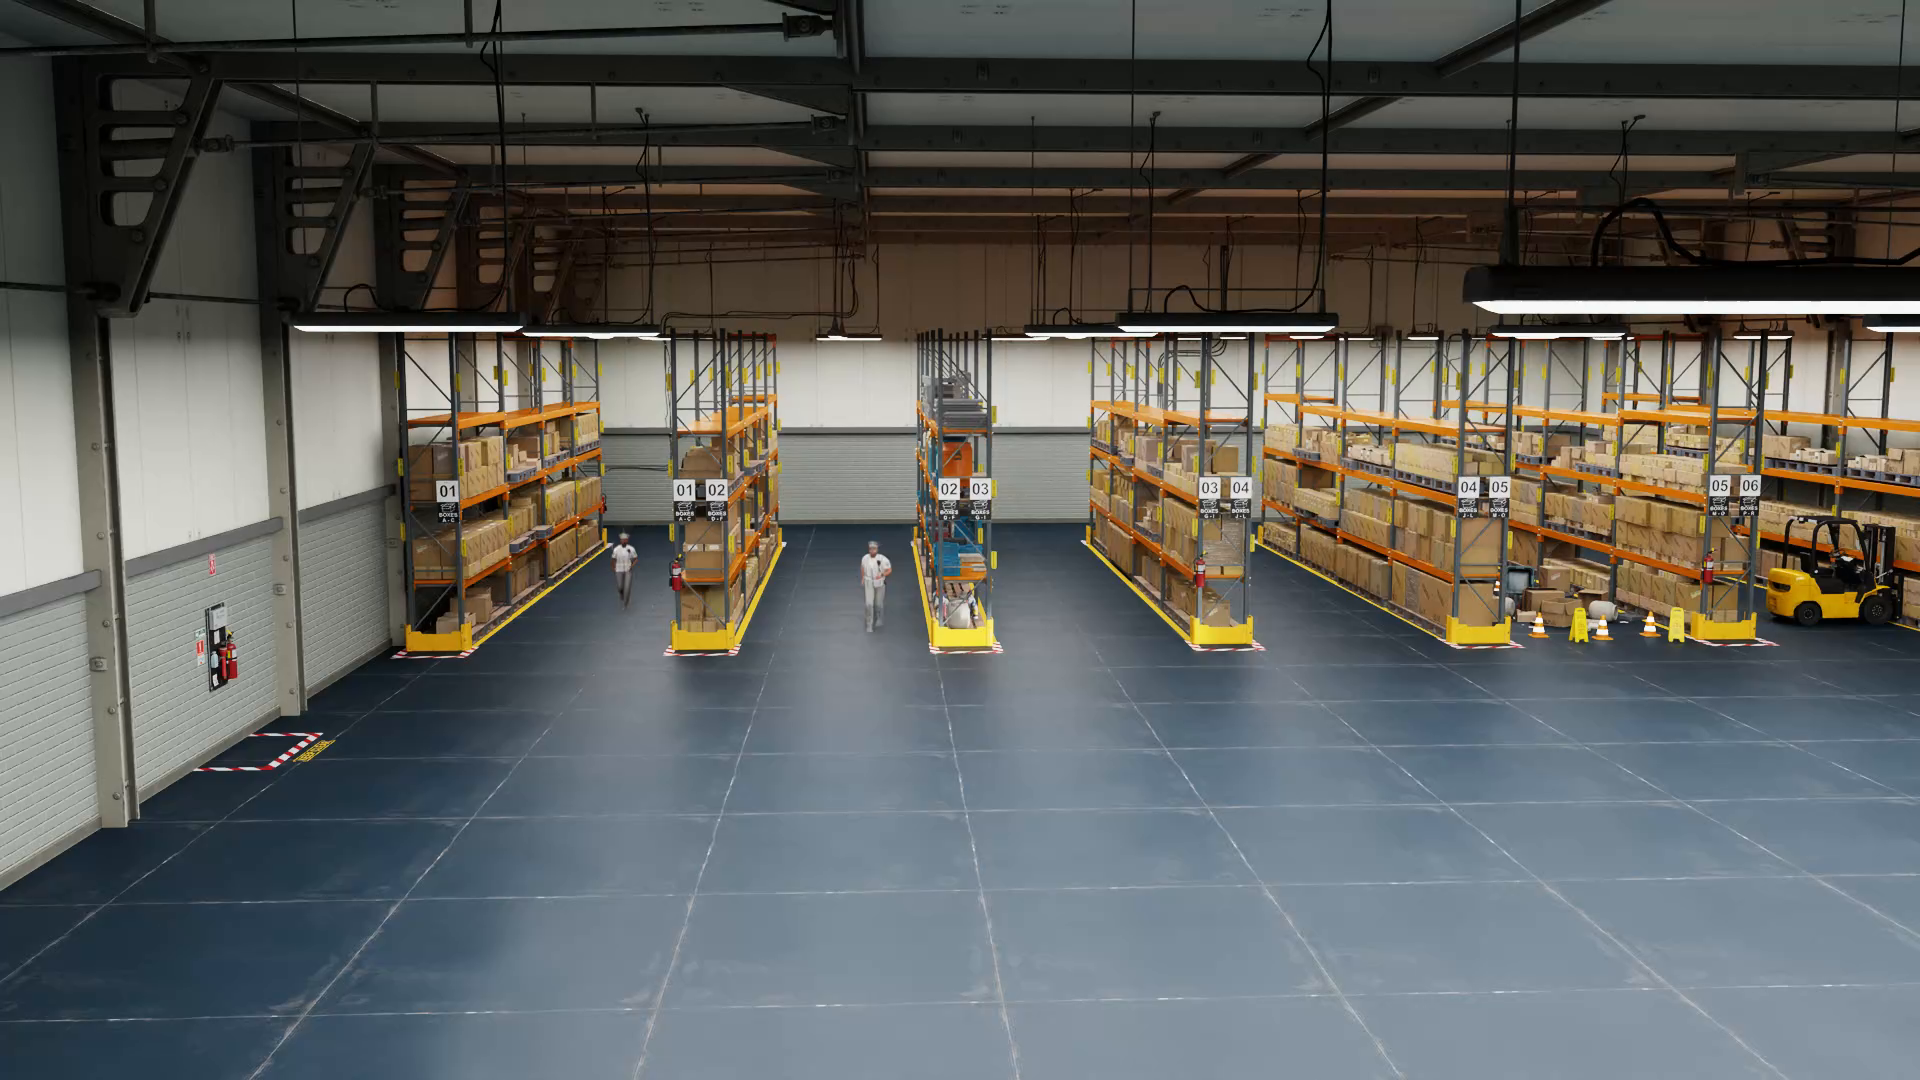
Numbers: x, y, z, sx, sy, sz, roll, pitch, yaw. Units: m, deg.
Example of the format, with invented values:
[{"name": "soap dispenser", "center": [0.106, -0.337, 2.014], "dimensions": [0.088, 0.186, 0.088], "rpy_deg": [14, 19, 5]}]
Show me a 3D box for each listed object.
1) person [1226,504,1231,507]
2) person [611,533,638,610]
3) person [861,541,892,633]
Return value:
[{"name": "person", "center": [7.415, -0.587, 46.009], "dimensions": [0.717, 1.781, 1.004], "rpy_deg": [0, 7, 1]}, {"name": "person", "center": [-7.266, 0.673, 36.029], "dimensions": [0.583, 1.662, 0.499], "rpy_deg": [-1, 7, -8]}, {"name": "person", "center": [-1.681, 0.923, 33.321], "dimensions": [0.651, 1.841, 0.812], "rpy_deg": [1, 7, 6]}]
